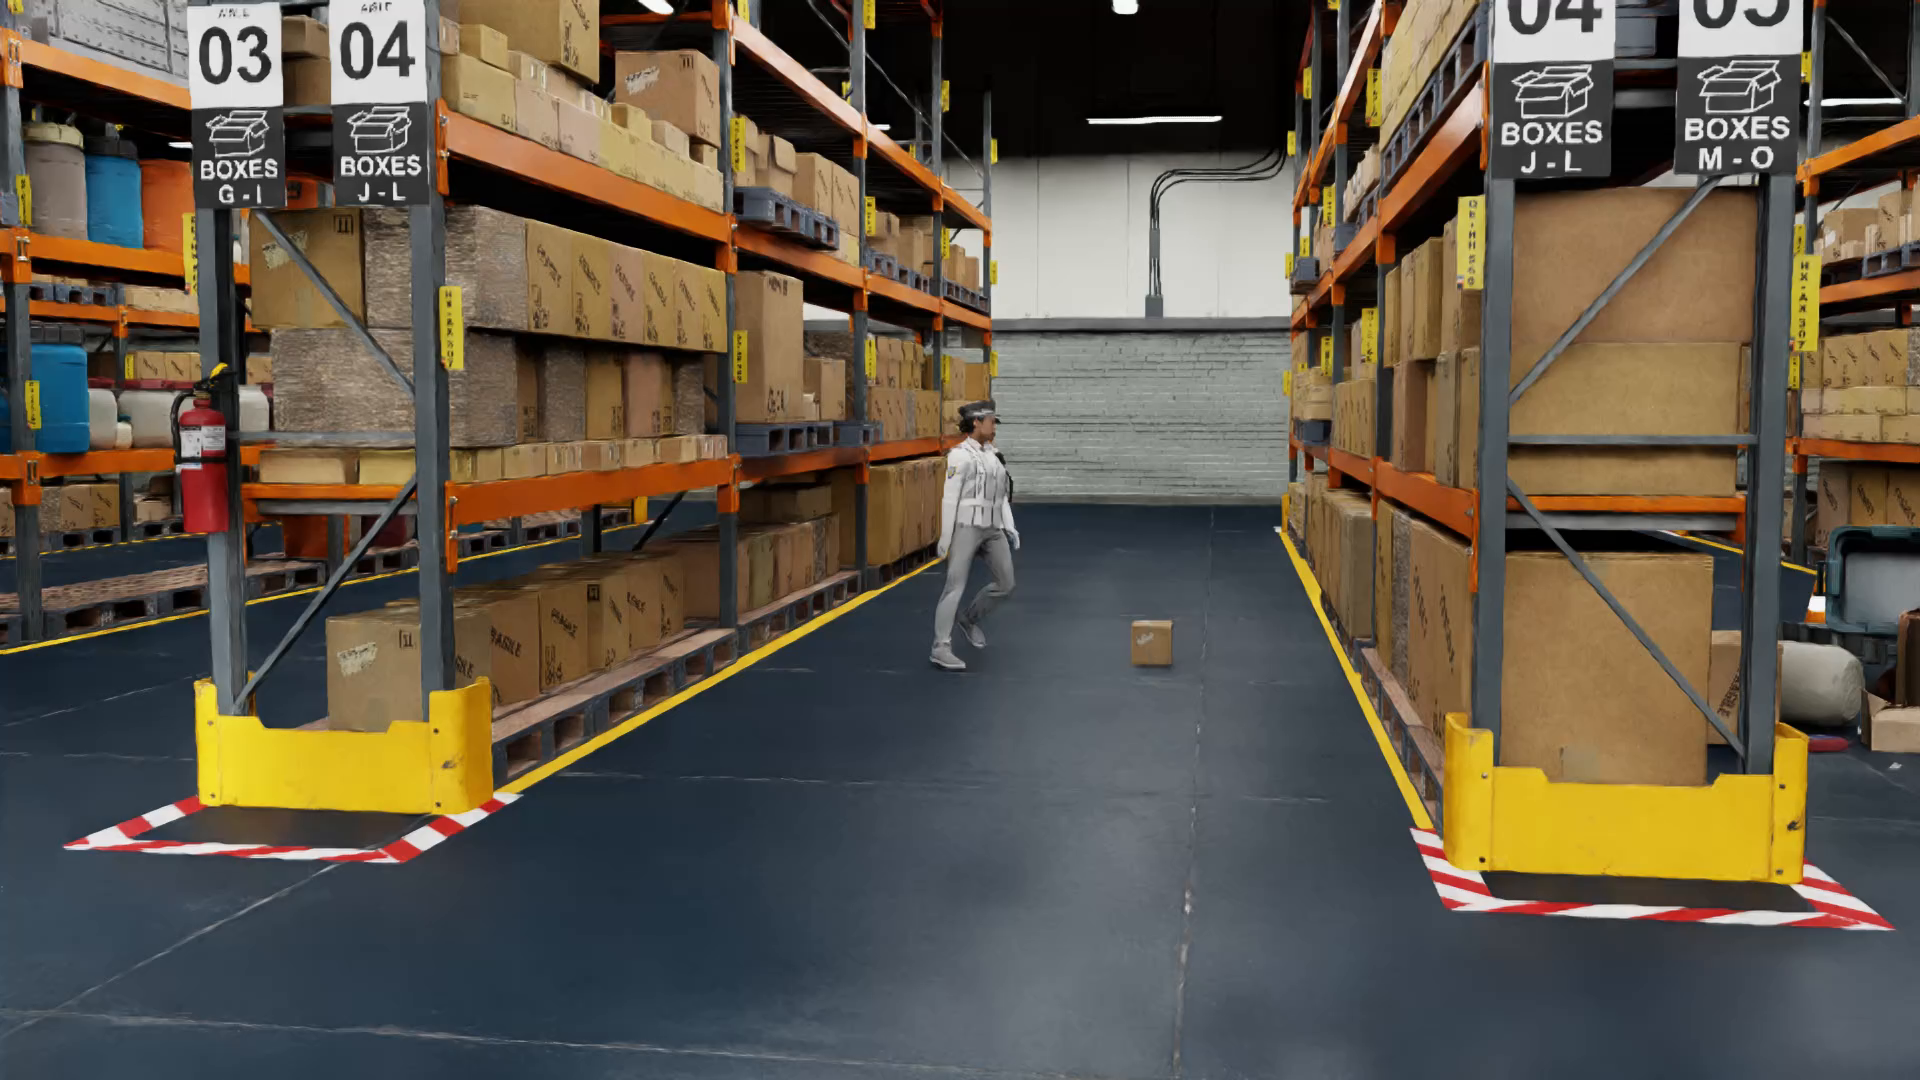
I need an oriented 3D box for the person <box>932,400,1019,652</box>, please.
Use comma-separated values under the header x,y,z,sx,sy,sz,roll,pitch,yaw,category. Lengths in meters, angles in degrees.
x,y,z,sx,sy,sz,roll,pitch,yaw,category
0.075,-0.087,10.455,0.475,1.585,0.540,3,6,37,person
